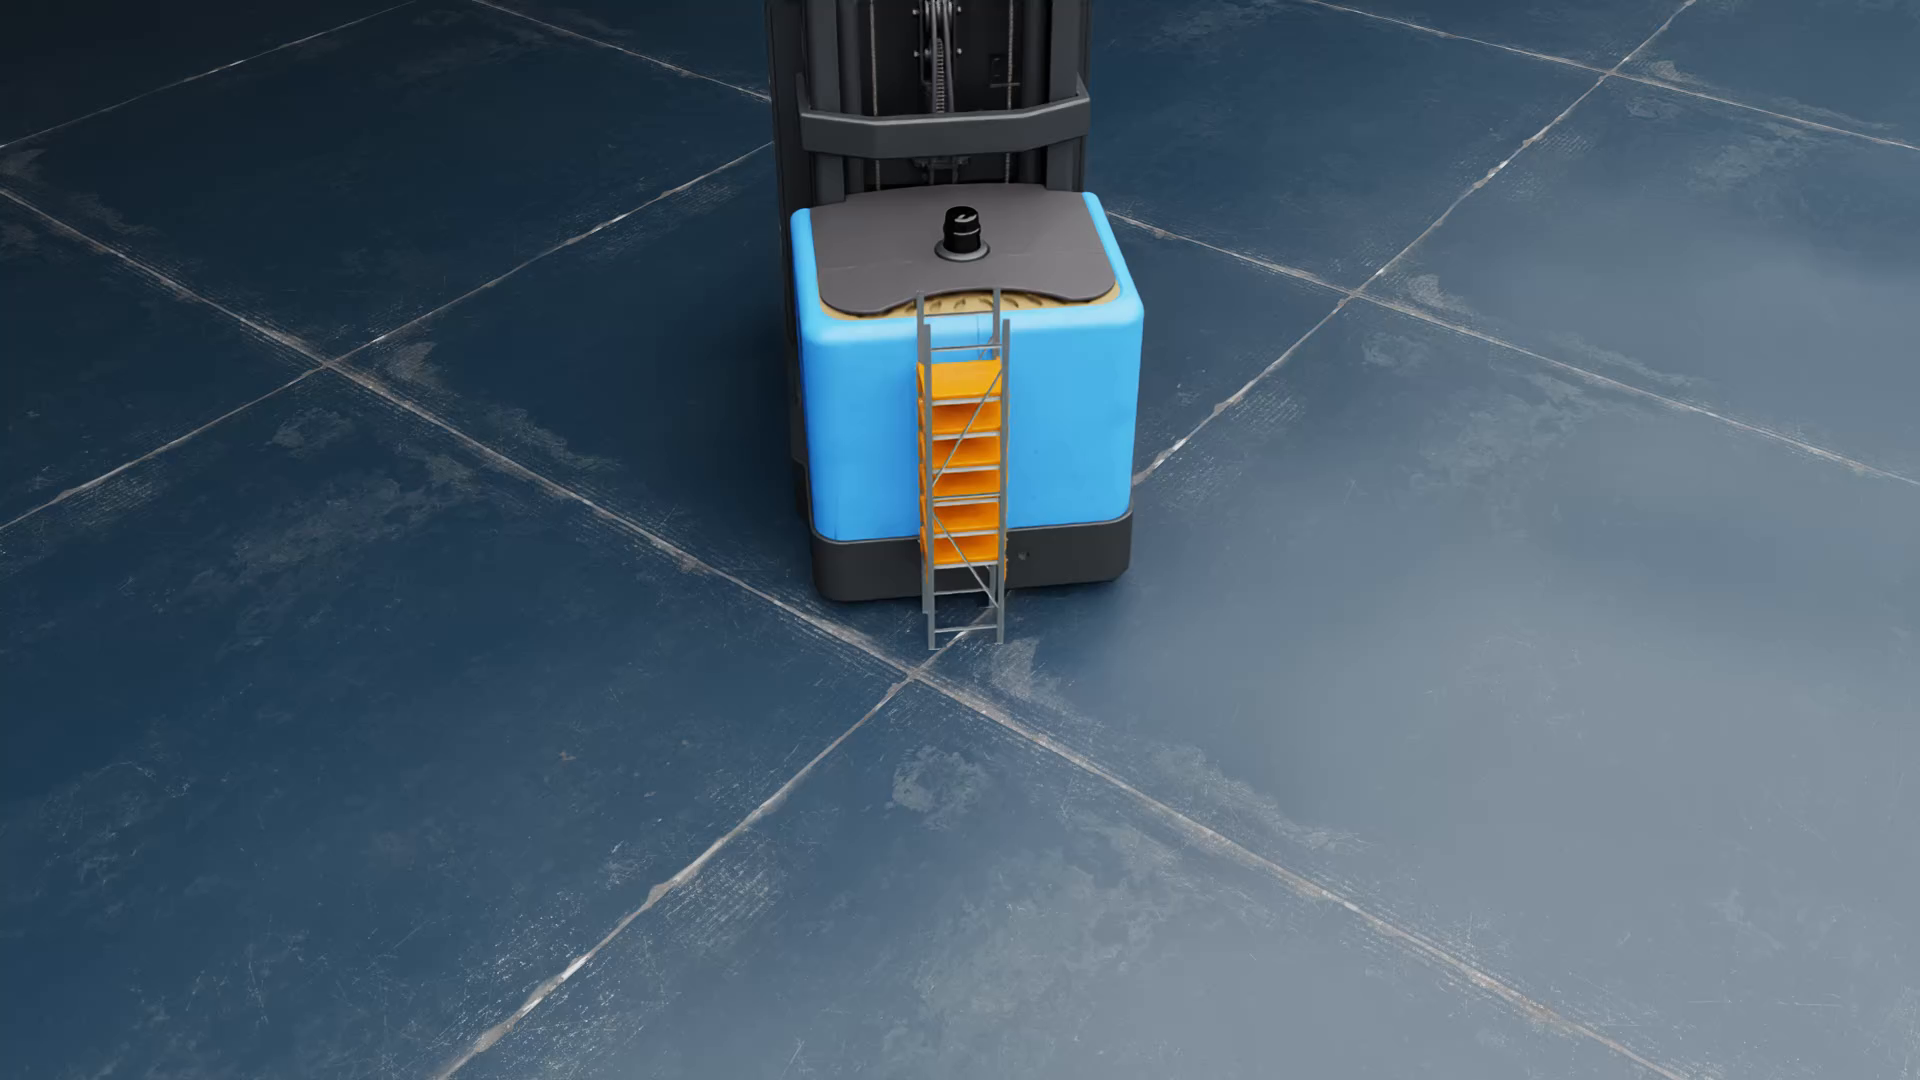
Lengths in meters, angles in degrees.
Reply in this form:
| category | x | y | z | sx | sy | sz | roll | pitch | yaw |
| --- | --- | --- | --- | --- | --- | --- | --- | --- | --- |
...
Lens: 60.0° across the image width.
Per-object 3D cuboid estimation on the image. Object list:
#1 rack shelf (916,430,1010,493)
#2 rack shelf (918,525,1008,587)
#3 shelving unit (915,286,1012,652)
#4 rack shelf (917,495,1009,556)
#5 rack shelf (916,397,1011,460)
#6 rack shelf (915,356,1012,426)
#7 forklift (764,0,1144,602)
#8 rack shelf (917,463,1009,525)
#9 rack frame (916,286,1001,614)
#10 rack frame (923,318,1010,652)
| category | x | y | z | sx | sy | sz | roll | pitch | yaw |
| --- | --- | --- | --- | --- | --- | --- | --- | --- | --- |
| rack shelf | 0.008 | -0.243 | 4.965 | 0.258 | 0.103 | 0.180 | -4 | 38 | -6 |
| rack shelf | 0.008 | 0.040 | 5.187 | 0.258 | 0.103 | 0.180 | -4 | 38 | -6 |
| shelving unit | 0.008 | -0.184 | 5.012 | 0.258 | 1.200 | 0.189 | -4 | 38 | -6 |
| rack shelf | 0.008 | -0.054 | 5.113 | 0.258 | 0.103 | 0.180 | -4 | 38 | -6 |
| rack shelf | 0.008 | -0.338 | 4.891 | 0.258 | 0.103 | 0.180 | -4 | 38 | -6 |
| rack shelf | 0.008 | -0.432 | 4.817 | 0.258 | 0.103 | 0.180 | -4 | 38 | -6 |
| forklift | -0.134 | -1.856 | 5.744 | 1.130 | 2.935 | 3.031 | -4 | 38 | -6 |
| rack shelf | 0.008 | -0.149 | 5.039 | 0.258 | 0.103 | 0.180 | -4 | 38 | -6 |
| rack frame | -0.004 | -0.240 | 5.083 | 0.240 | 1.200 | 0.006 | -4 | 38 | -6 |
| rack frame | 0.019 | -0.128 | 4.940 | 0.240 | 1.200 | 0.006 | -4 | 38 | -6 |
